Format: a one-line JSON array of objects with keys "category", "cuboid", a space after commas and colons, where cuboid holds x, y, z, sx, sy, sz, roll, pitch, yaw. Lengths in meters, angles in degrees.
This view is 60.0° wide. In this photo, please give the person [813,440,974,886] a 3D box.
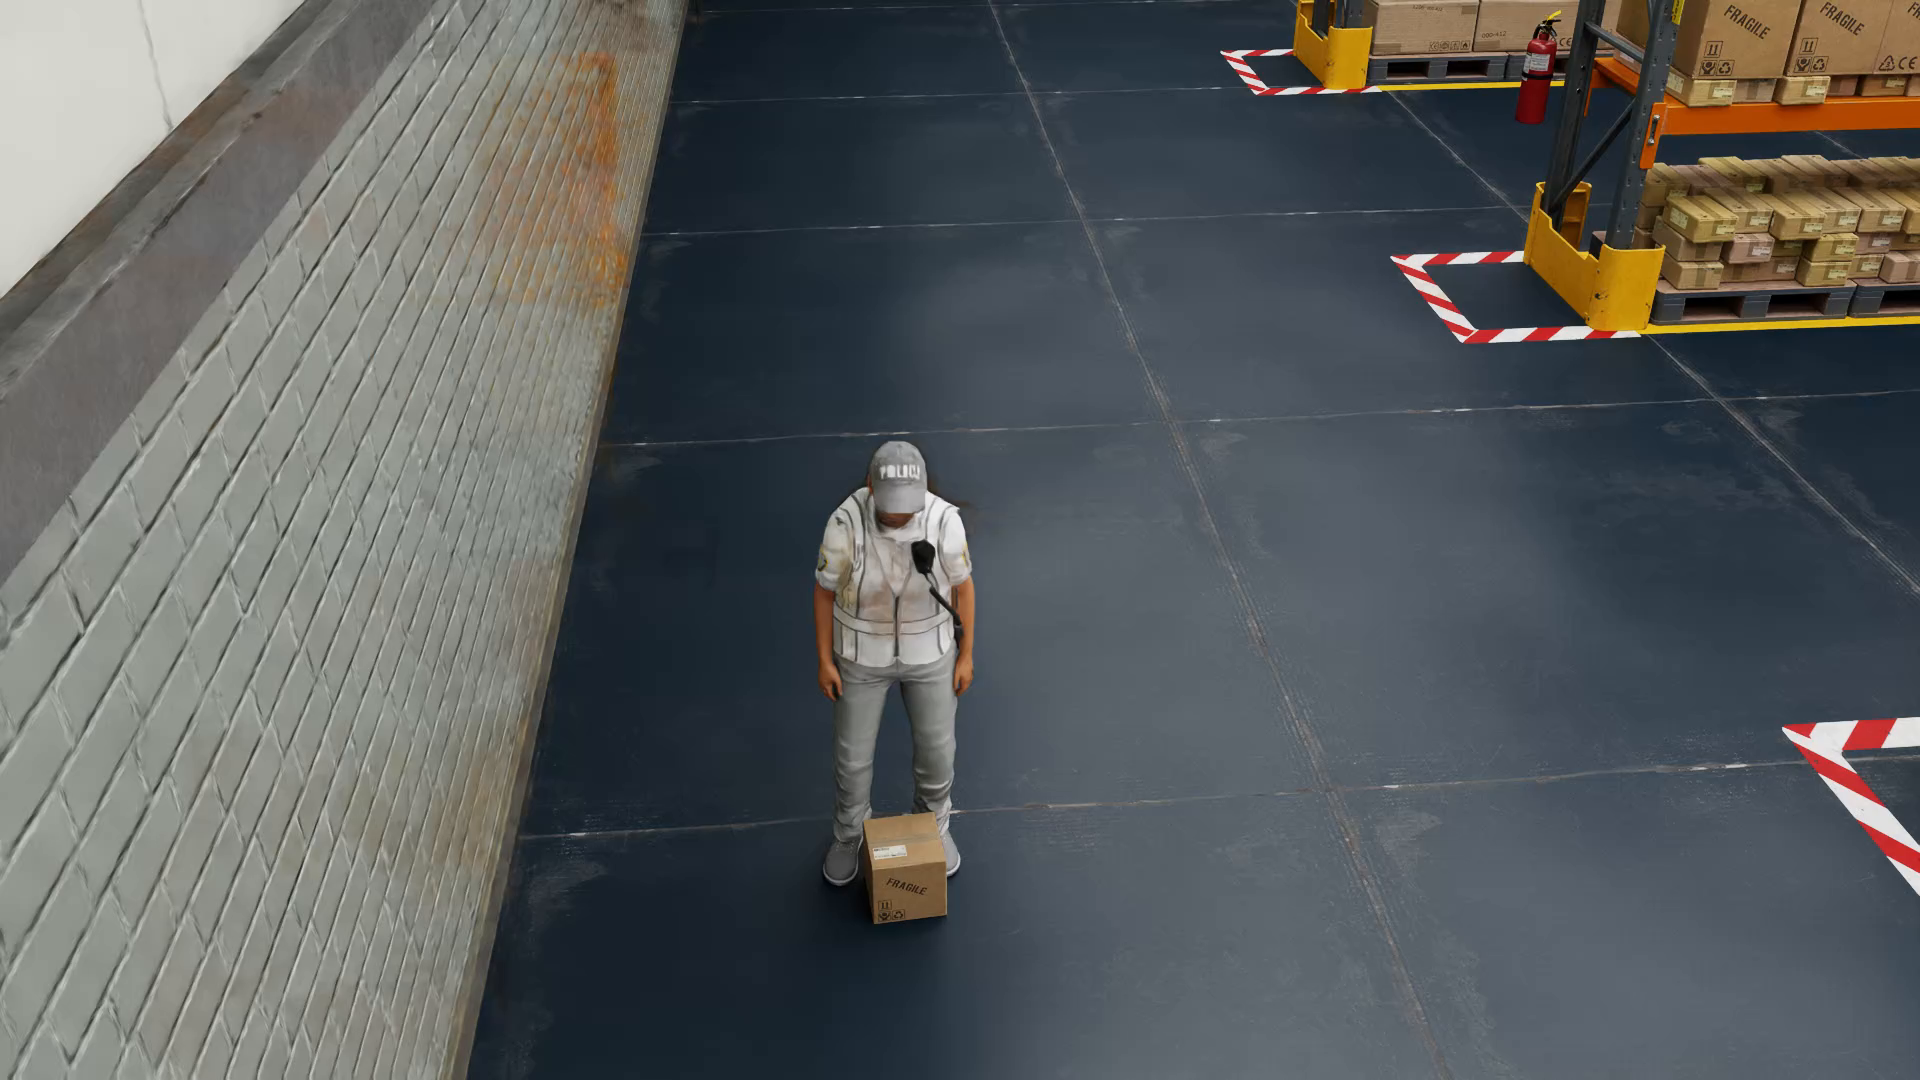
[{"category": "person", "cuboid": [-0.217, 0.400, 5.469, 0.539, 1.667, 0.452, -3, 31, -4]}]
